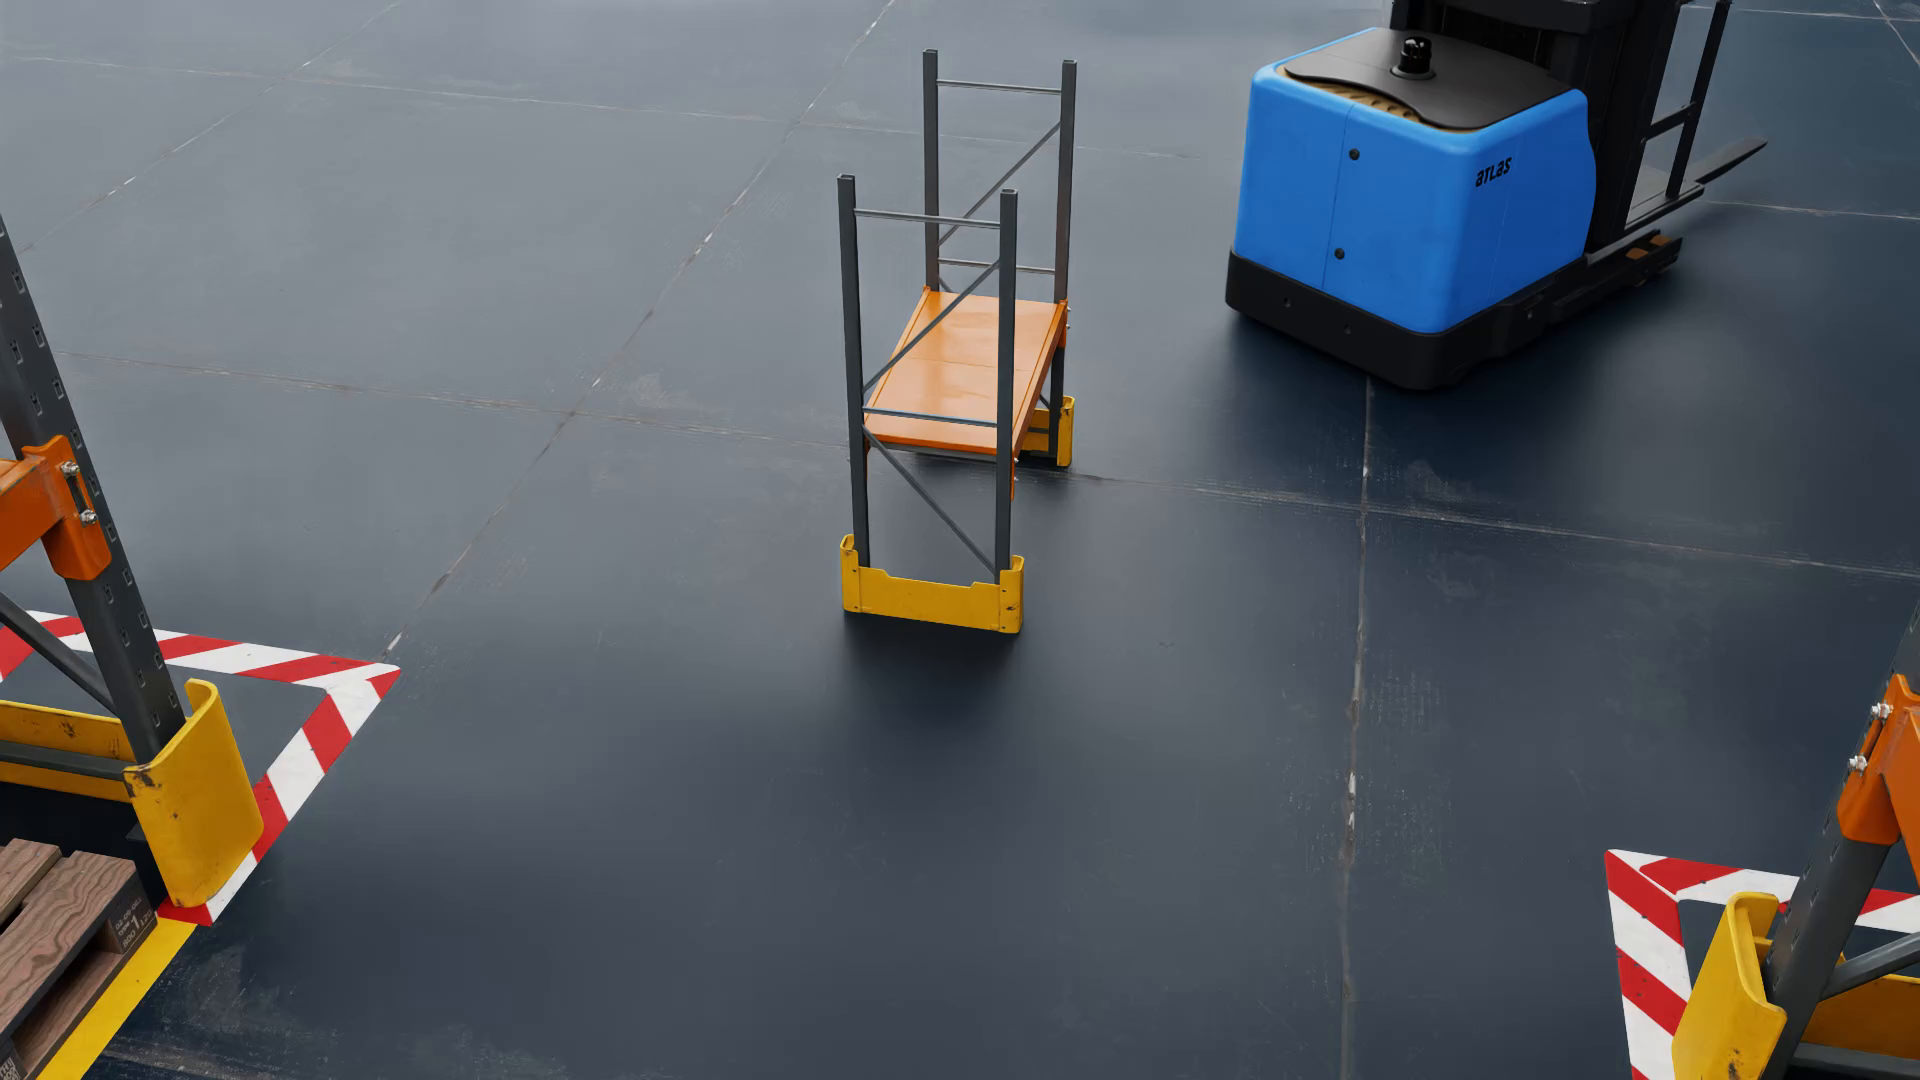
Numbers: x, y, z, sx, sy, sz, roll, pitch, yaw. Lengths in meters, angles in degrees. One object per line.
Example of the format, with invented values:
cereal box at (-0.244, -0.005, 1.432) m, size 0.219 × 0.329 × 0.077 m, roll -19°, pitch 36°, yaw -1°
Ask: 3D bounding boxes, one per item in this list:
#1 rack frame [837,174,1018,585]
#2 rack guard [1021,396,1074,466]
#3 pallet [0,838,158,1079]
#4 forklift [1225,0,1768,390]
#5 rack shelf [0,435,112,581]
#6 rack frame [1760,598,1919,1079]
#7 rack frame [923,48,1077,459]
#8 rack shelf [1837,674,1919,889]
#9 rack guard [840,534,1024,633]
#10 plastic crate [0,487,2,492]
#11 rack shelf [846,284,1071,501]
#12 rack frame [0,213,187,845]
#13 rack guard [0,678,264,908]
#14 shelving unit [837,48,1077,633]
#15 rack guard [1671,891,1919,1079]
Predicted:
rack frame at (-0.090, -0.365, 4.975) m, size 0.500 × 1.500 × 0.032 m, roll 7°, pitch 37°, yaw 10°
rack guard at (0.123, -0.430, 6.131) m, size 0.587 × 0.250 × 0.087 m, roll 7°, pitch 37°, yaw 10°
pallet at (-2.713, 1.190, 3.928) m, size 1.003 × 0.211 × 1.213 m, roll 7°, pitch 37°, yaw 10°
forklift at (2.555, -2.501, 6.703) m, size 3.031 × 2.935 × 1.130 m, roll -28°, pitch 44°, yaw -33°
rack shelf at (-2.991, 0.984, 2.449) m, size 1.077 × 0.370 × 4.000 m, roll 7°, pitch 37°, yaw 10°
rack frame at (2.274, 0.169, 2.960) m, size 1.000 × 3.000 × 0.127 m, roll 7°, pitch 37°, yaw 10°
rack frame at (0.127, -0.948, 5.779) m, size 0.500 × 1.500 × 0.032 m, roll 7°, pitch 37°, yaw 10°
rack shelf at (1.847, 1.607, 1.589) m, size 1.077 × 0.370 × 4.000 m, roll 7°, pitch 37°, yaw 10°
rack guard at (-0.090, 0.141, 5.343) m, size 0.587 × 0.250 × 0.087 m, roll 7°, pitch 37°, yaw 10°
plastic crate at (-2.378, -0.069, 3.416) m, size 0.499 × 0.251 × 0.616 m, roll 7°, pitch 37°, yaw 10°
rack shelf at (0.018, -0.511, 5.483) m, size 0.538 × 0.185 × 1.000 m, roll 7°, pitch 37°, yaw 10°
rack frame at (-2.564, -0.454, 3.820) m, size 1.000 × 3.000 × 0.127 m, roll 7°, pitch 37°, yaw 10°
rack guard at (-2.534, 0.608, 4.485) m, size 1.175 × 0.500 × 0.348 m, roll 7°, pitch 37°, yaw 10°
shelving unit at (0.016, -0.651, 5.370) m, size 0.587 × 1.500 × 1.083 m, roll 7°, pitch 37°, yaw 10°
rack guard at (2.280, 1.168, 3.713) m, size 1.175 × 0.500 × 0.348 m, roll 7°, pitch 37°, yaw 10°
